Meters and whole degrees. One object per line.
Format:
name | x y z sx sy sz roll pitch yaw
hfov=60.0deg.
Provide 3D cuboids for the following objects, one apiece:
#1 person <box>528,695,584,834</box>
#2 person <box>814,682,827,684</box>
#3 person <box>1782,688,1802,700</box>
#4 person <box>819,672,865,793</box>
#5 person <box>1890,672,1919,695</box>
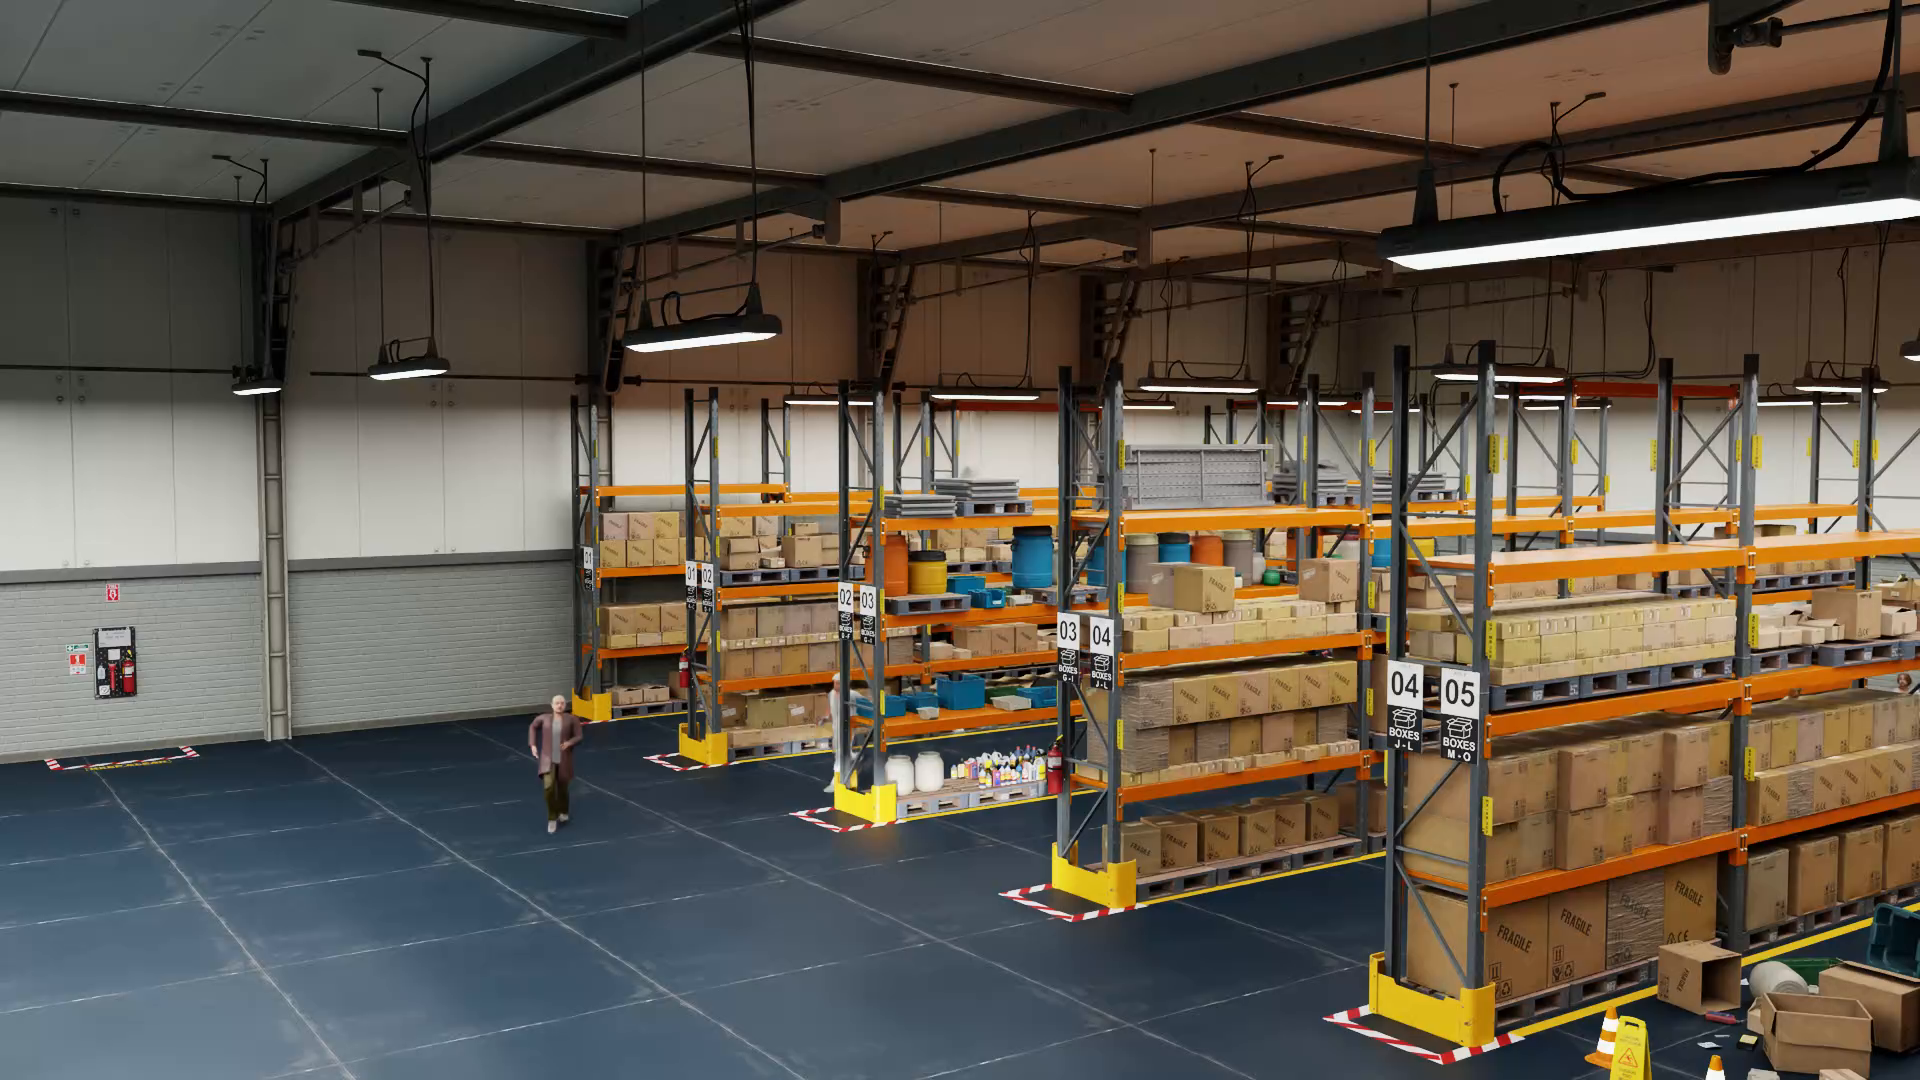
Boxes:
person | -5.375 2.966 22.140 0.715 1.807 0.824 -1 4 -14
person | -2.501 2.549 30.455 0.680 1.548 0.569 -3 5 -42
person | 12.280 2.894 24.418 0.794 1.655 0.631 -2 4 -35
person | -1.674 2.818 24.664 0.681 1.758 0.968 2 4 32
person | 14.470 2.834 25.521 0.514 1.610 0.631 3 5 44
